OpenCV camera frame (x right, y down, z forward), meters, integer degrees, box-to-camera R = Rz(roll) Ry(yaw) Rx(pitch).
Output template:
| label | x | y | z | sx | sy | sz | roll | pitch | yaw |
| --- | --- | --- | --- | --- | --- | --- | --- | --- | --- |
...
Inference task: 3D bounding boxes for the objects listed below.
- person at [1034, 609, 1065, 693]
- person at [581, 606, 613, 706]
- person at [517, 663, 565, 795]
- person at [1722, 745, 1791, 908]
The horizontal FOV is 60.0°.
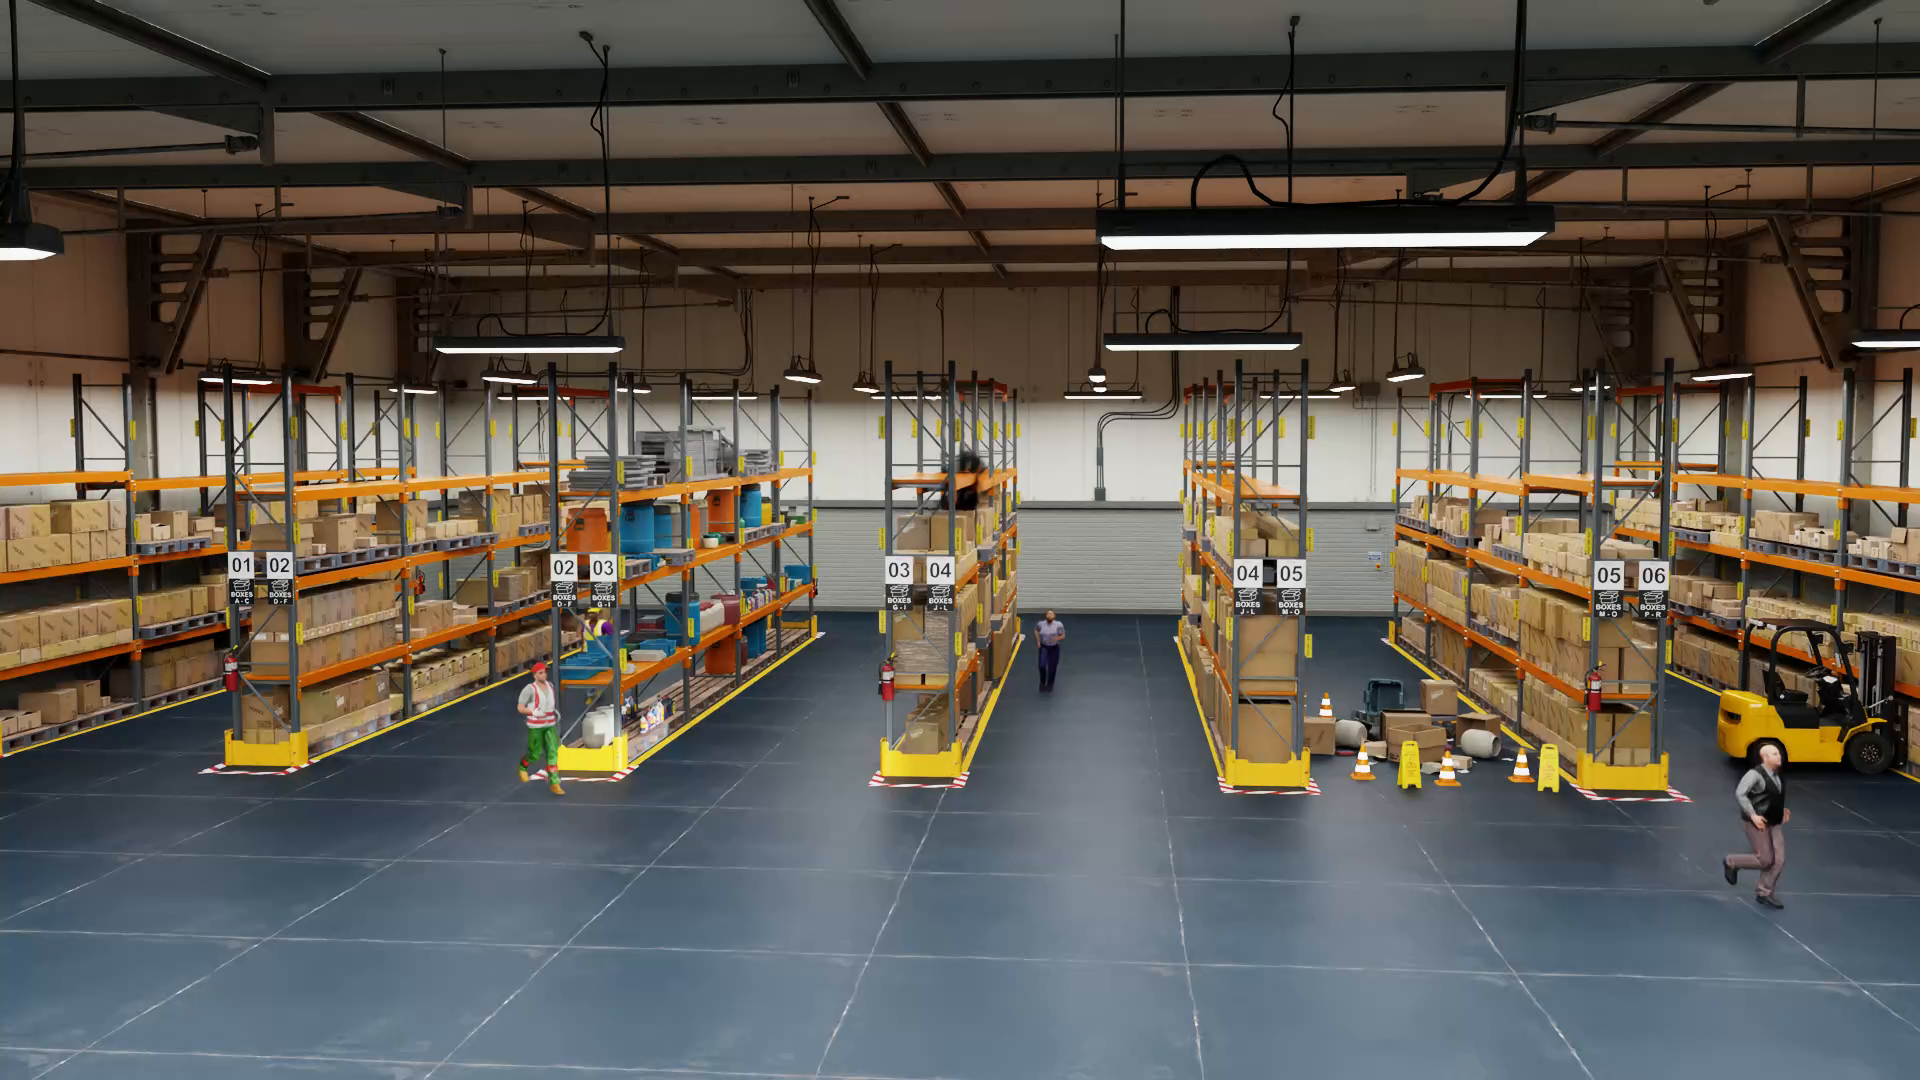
| label | x | y | z | sx | sy | sz | roll | pitch | yaw |
| --- | --- | --- | --- | --- | --- | --- | --- | --- | --- |
| person | 1.705 | 2.108 | 31.639 | 0.596 | 1.611 | 0.675 | 0 | 4 | 5 |
| person | -6.697 | 2.103 | 30.671 | 0.672 | 1.809 | 0.872 | 0 | 4 | -1 |
| person | -5.800 | 2.585 | 22.994 | 0.981 | 1.789 | 0.662 | 4 | 5 | 43 |
| person | 8.503 | 3.008 | 17.699 | 0.681 | 1.694 | 0.680 | -2 | 4 | -32 |
